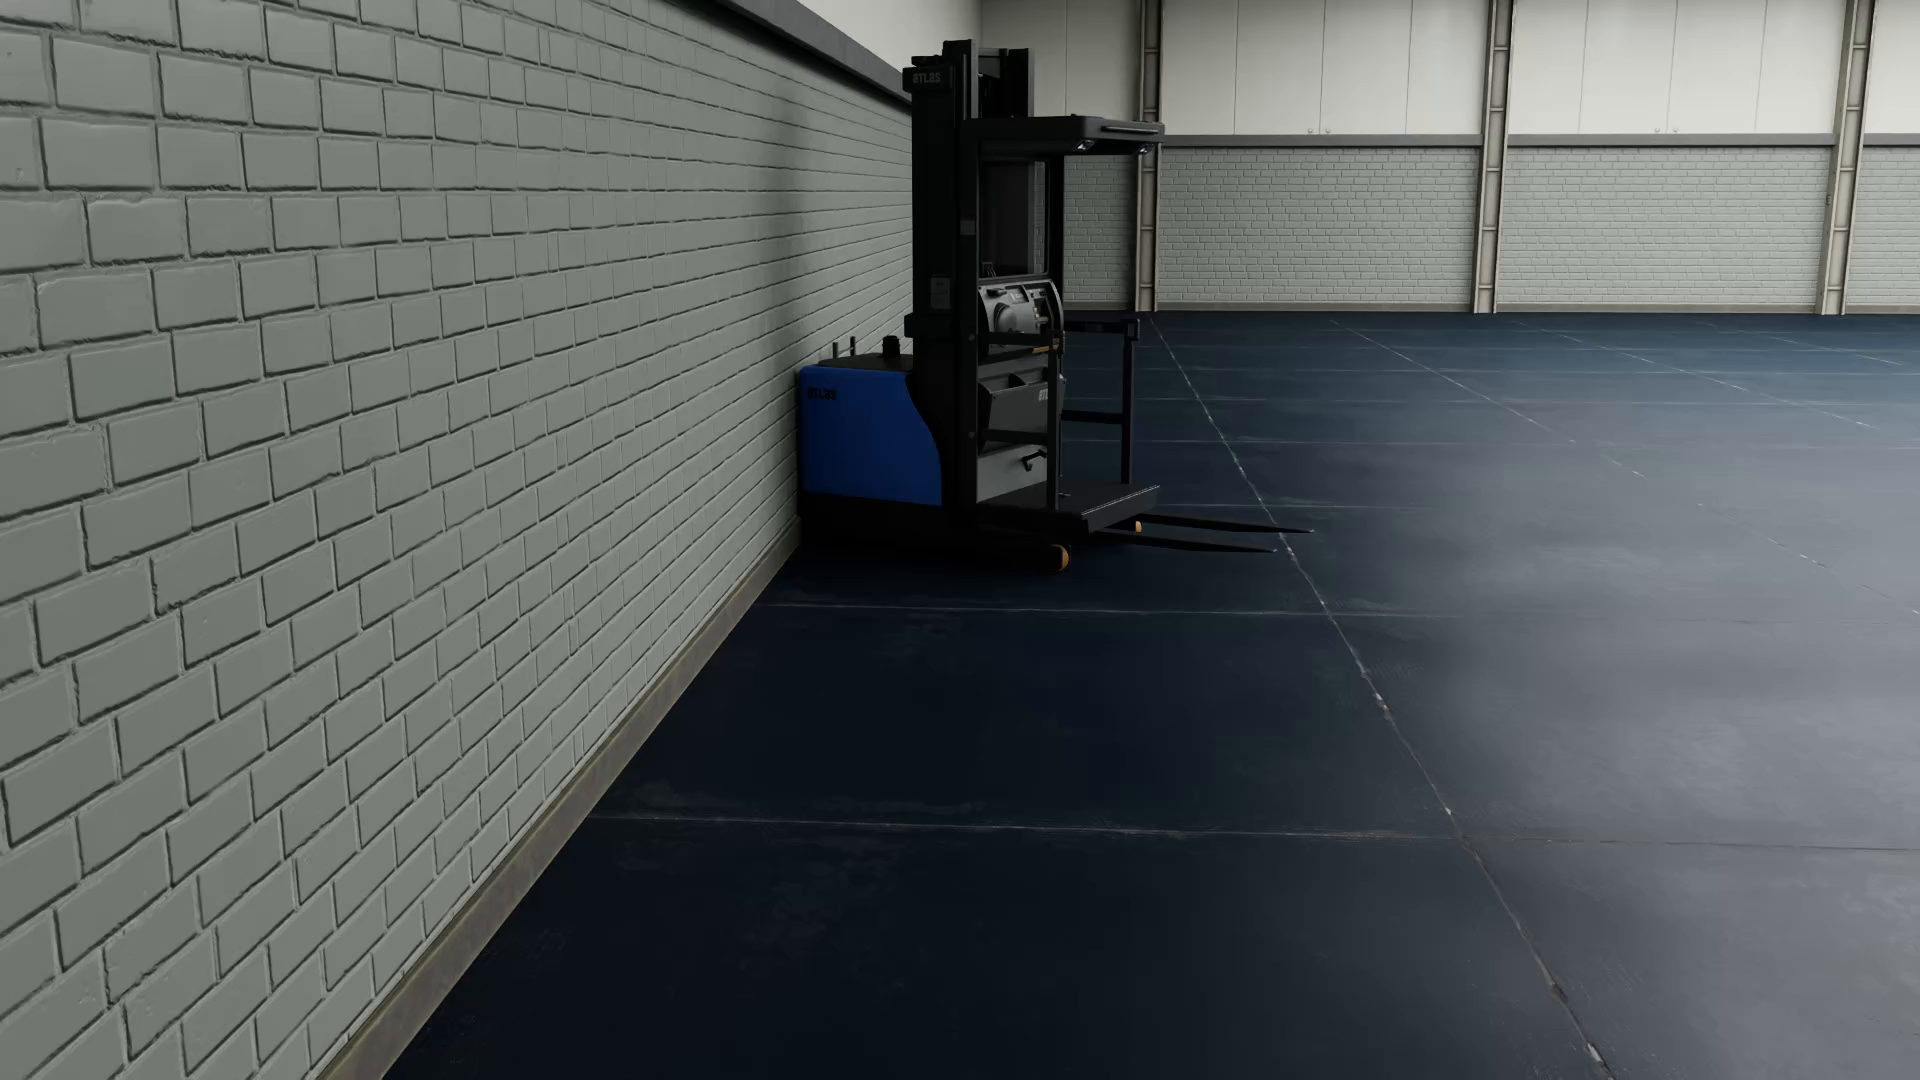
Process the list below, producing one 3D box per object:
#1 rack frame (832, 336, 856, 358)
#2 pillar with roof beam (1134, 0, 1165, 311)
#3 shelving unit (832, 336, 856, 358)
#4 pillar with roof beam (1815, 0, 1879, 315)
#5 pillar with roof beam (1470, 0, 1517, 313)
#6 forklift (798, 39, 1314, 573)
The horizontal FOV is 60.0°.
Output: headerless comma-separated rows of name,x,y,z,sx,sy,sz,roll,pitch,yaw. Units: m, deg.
rack frame,-0.785,-0.813,11.407,0.032,1.125,0.500,2,12,11
pillar with roof beam,3.075,-7.678,24.996,0.400,9.000,9.100,1,12,4
shelving unit,-0.287,-0.793,11.310,1.048,1.125,0.538,2,12,11
pillar with roof beam,15.048,-7.514,24.211,0.400,9.000,9.100,1,12,4
pillar with roof beam,9.062,-7.596,24.604,0.400,9.000,9.100,1,12,4
forklift,0.538,-1.370,9.660,3.031,2.935,1.130,7,14,30
